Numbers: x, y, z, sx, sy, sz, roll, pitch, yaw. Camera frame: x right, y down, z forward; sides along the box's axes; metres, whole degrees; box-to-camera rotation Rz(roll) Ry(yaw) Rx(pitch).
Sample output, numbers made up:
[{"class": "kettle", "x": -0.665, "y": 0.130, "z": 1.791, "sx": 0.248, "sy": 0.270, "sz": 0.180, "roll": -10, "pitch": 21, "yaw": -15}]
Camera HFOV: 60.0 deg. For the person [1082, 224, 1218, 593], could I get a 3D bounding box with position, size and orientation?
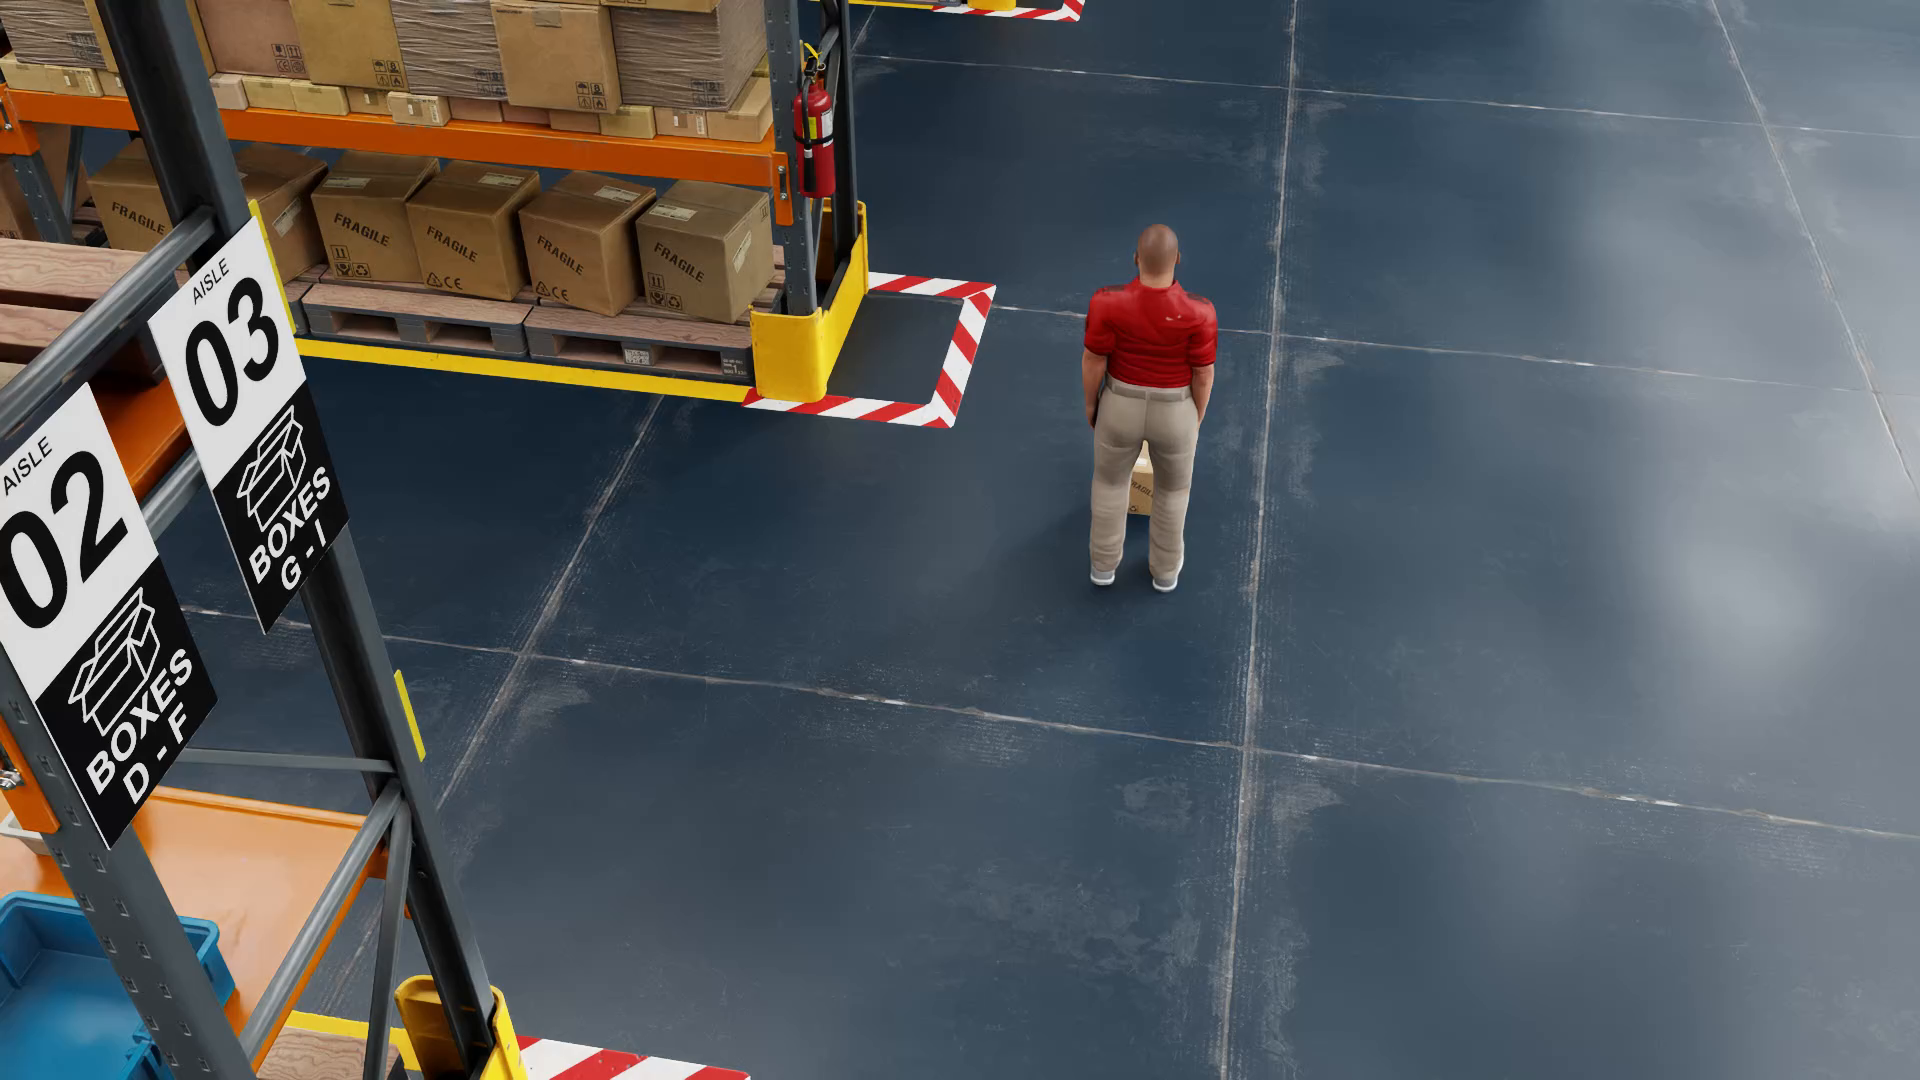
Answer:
[{"class": "person", "x": 0.757, "y": -0.529, "z": 6.820, "sx": 0.527, "sy": 1.748, "sz": 0.365, "roll": 7, "pitch": 41, "yaw": 9}]
